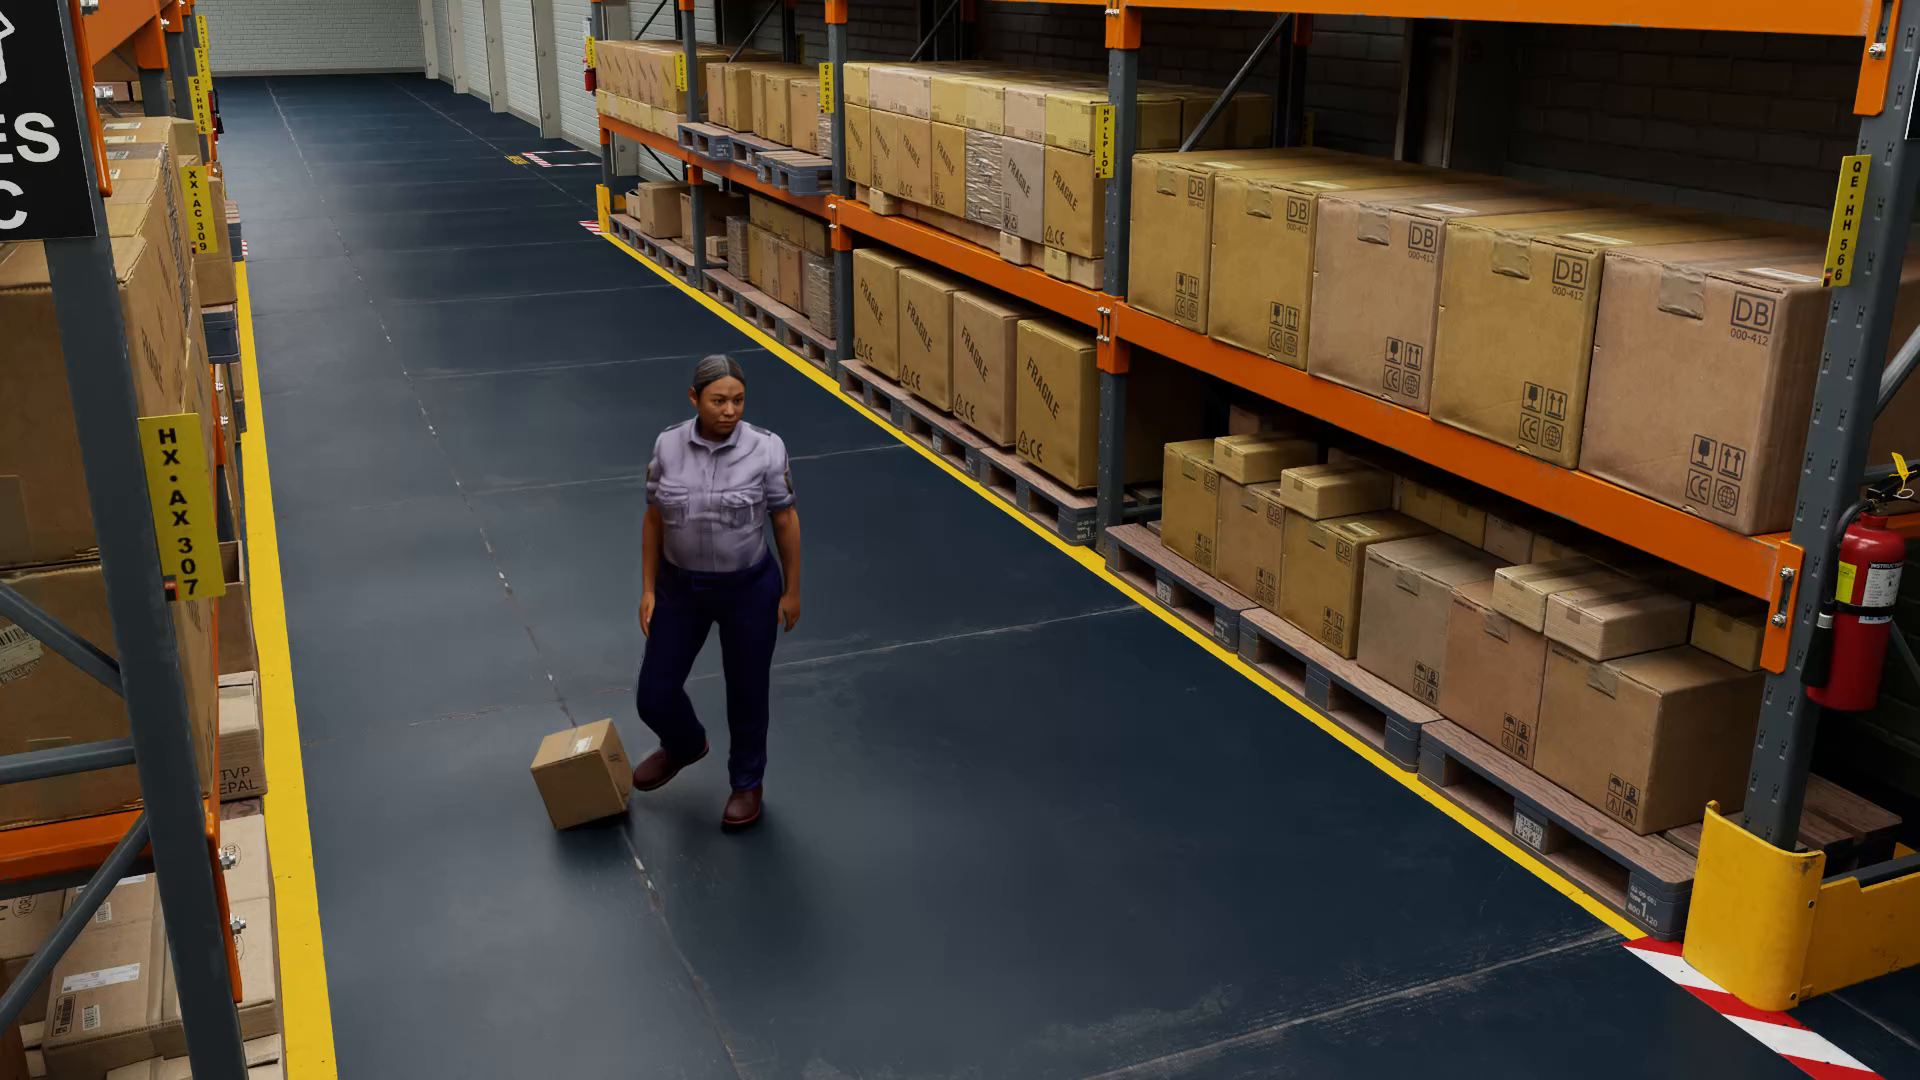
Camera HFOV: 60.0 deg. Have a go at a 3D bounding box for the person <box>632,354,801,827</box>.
[{"bbox_3d":[-0.845,0.168,5.545,0.650,1.641,0.449,2,19,5],"label":"person"}]
